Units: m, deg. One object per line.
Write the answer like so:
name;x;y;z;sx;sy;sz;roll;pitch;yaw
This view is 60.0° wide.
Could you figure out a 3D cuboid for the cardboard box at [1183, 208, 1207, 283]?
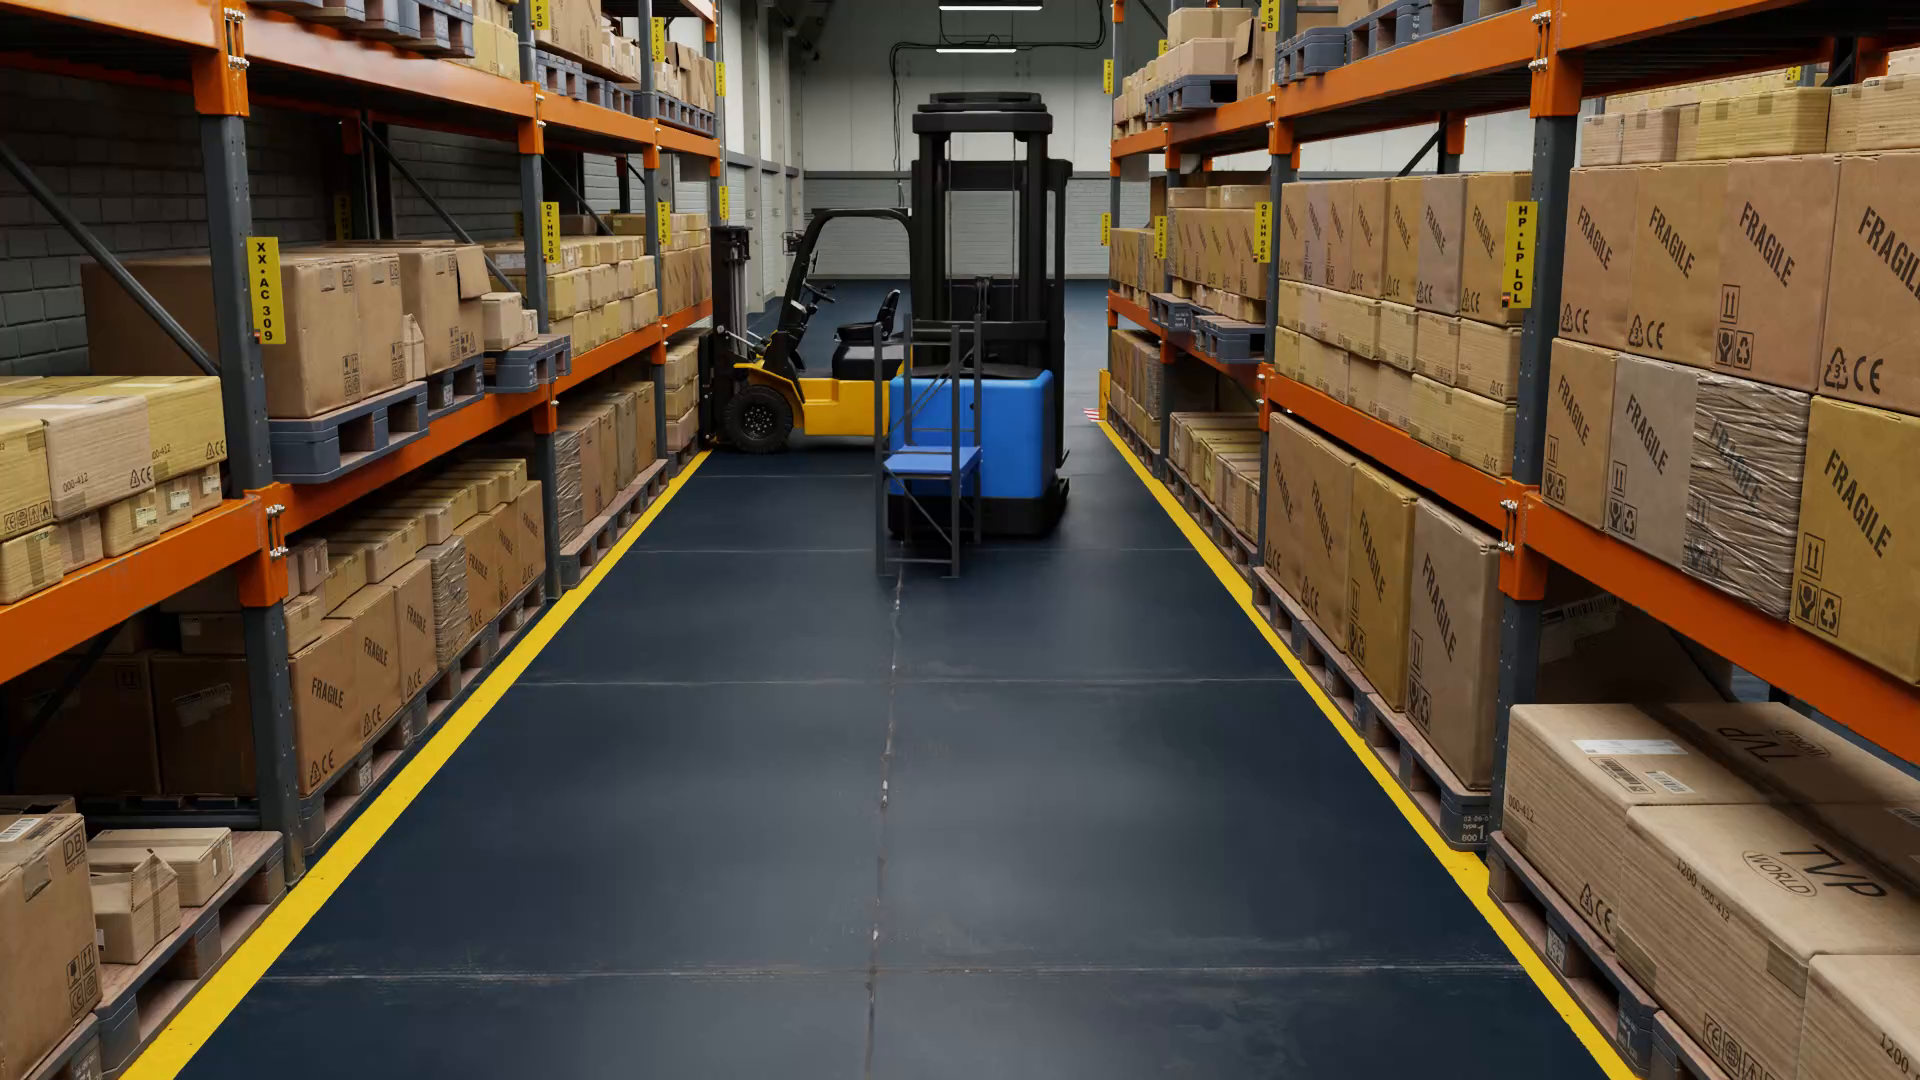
cardboard box;1.847;-2.058;11.605;0.500;0.500;0.500;0;11;-1

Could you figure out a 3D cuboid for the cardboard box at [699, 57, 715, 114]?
cardboard box;-2.676;-4.411;16.154;0.500;0.500;0.500;0;11;1

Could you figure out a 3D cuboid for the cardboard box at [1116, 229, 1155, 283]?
cardboard box;1.780;-2.742;16.030;0.500;0.500;0.500;0;11;1

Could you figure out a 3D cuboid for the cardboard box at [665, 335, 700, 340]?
cardboard box;-2.571;-1.780;15.635;0.500;0.250;0.500;0;11;0

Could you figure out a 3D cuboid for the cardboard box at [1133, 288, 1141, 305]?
cardboard box;1.764;-2.194;14.959;0.380;0.149;0.250;0;11;-1

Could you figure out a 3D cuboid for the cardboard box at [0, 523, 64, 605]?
cardboard box;-2.353;0.053;3.886;0.380;0.149;0.250;0;11;-2

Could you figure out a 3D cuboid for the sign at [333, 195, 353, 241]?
sign;-3.318;-1.698;8.974;0.100;0.325;0.005;0;11;-1

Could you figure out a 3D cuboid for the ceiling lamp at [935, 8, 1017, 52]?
ceiling lamp;0.393;-13.598;40.770;2.000;3.185;0.800;0;11;-1

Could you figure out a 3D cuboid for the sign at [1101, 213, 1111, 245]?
sign;1.491;-3.167;16.949;0.100;0.325;0.005;0;11;-1

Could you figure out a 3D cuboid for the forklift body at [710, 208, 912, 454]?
forklift body;-1.066;-1.939;15.206;2.313;2.155;1.214;0;11;-1

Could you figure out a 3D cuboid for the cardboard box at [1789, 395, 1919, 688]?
cardboard box;2.050;-0.013;3.328;0.500;0.500;0.500;0;11;1

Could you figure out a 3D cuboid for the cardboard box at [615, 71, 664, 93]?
cardboard box;-2.552;-3.621;13.144;0.380;0.149;0.250;0;11;0

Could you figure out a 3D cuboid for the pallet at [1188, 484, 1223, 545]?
pallet;2.162;-0.186;11.443;1.003;0.211;1.213;0;11;-1

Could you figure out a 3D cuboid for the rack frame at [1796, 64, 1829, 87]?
rack frame;7.063;-4.931;12.730;1.000;3.000;0.127;0;11;-1

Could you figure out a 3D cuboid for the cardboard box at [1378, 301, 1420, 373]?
cardboard box;1.995;-0.820;6.678;0.500;0.250;0.500;0;11;0

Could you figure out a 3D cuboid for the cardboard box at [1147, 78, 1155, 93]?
cardboard box;1.827;-3.680;13.736;0.500;0.250;0.500;0;11;-2

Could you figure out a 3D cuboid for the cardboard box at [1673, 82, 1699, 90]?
cardboard box;6.766;-4.185;14.920;0.500;0.250;0.500;0;11;-1

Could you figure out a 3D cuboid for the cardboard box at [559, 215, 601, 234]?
cardboard box;-3.119;-2.554;13.472;0.380;0.149;0.250;-1;11;-3

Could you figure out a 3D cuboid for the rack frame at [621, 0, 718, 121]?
rack frame;-2.929;-5.664;16.346;1.000;3.000;0.127;0;11;-1

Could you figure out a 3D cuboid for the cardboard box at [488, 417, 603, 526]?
cardboard box;-2.784;-0.430;10.550;0.875;0.625;0.625;0;11;1

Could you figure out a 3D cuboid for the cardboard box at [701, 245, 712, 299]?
cardboard box;-2.655;-2.573;15.947;0.500;0.500;0.500;0;11;1

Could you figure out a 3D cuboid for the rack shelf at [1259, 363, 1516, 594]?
rack shelf;2.240;-0.405;7.320;1.077;0.370;4.000;0;11;-1

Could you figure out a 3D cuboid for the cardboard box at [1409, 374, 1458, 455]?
cardboard box;2.011;-0.476;6.237;0.500;0.250;0.500;0;11;-2

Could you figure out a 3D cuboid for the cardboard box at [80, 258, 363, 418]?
cardboard box;-2.467;-0.691;5.611;0.700;0.500;0.500;0;11;0

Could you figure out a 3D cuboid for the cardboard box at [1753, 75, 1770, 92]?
cardboard box;6.731;-3.713;13.599;0.380;0.149;0.250;0;11;0

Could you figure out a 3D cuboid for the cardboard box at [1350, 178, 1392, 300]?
cardboard box;1.987;-1.293;7.123;0.500;0.500;0.500;0;11;0

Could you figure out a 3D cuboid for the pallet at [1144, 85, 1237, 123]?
pallet;2.023;-3.205;12.241;1.213;0.211;1.003;0;11;-1

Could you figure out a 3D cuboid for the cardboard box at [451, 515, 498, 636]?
cardboard box;-2.526;0.172;7.897;0.500;0.500;0.500;0;11;1

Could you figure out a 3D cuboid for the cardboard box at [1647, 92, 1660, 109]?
cardboard box;6.688;-4.117;15.589;0.380;0.149;0.250;0;11;-1

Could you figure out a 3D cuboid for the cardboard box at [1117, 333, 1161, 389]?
cardboard box;1.790;-1.701;15.872;0.500;0.500;0.500;-1;11;-3

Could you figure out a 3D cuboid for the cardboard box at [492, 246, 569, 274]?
cardboard box;-2.482;-1.618;9.609;0.380;0.149;0.250;0;11;0

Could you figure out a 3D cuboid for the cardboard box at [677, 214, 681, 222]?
cardboard box;-2.685;-2.811;14.742;0.380;0.149;0.250;0;11;-1

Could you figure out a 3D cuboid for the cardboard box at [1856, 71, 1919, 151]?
cardboard box;2.041;-0.850;3.307;0.380;0.149;0.250;0;11;-1

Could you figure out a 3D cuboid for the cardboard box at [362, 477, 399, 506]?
cardboard box;-3.000;-0.226;8.226;0.380;0.149;0.250;0;11;0

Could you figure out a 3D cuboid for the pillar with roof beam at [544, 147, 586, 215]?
pillar with roof beam;0.489;-5.540;15.733;9.100;9.000;0.400;0;11;-1

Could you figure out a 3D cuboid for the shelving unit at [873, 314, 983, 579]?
shelving unit;-0.183;-0.610;10.293;0.538;1.500;1.048;2;12;8

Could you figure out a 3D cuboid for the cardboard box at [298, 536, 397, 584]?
cardboard box;-2.509;0.080;6.719;0.380;0.149;0.250;0;11;-1

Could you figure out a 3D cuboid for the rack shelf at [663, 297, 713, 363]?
rack shelf;-2.887;-1.974;15.054;1.077;0.370;4.000;0;11;-1

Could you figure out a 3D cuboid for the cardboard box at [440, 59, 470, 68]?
cardboard box;-2.489;-2.230;7.340;0.500;0.250;0.500;0;11;-1

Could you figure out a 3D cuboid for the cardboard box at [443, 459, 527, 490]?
cardboard box;-2.500;-0.335;8.767;0.380;0.149;0.250;-1;11;-4

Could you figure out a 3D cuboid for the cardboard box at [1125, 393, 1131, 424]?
cardboard box;1.801;-1.232;15.447;0.500;0.250;0.500;1;11;3

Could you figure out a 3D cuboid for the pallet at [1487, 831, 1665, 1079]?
pallet;2.219;1.158;4.819;1.003;0.211;1.213;0;11;-1

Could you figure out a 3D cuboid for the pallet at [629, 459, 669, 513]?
pallet;-2.792;-0.416;12.579;1.003;0.211;1.213;0;11;-1

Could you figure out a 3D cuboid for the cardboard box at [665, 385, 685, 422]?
cardboard box;-2.548;-1.130;13.685;0.500;0.250;0.500;0;11;-1

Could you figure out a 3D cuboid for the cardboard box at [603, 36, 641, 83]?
cardboard box;-2.588;-3.467;11.978;0.500;0.311;0.500;-1;11;-3

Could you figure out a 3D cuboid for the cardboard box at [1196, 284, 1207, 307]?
cardboard box;1.811;-1.662;11.285;0.380;0.149;0.250;0;11;1

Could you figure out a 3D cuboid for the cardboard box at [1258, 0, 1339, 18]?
cardboard box;2.299;-3.480;11.188;0.500;0.250;0.500;0;11;0

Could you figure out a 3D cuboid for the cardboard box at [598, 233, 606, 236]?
cardboard box;-3.147;-2.461;13.762;0.380;0.149;0.250;0;11;0

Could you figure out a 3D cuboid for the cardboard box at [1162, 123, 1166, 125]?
cardboard box;1.804;-3.359;13.157;0.380;0.149;0.250;0;11;-1

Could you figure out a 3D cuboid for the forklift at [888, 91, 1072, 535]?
forklift;0.233;-1.712;12.126;1.130;2.935;3.031;2;12;8

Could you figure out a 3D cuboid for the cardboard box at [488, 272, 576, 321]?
cardboard box;-2.503;-1.395;9.509;0.500;0.250;0.500;0;11;-1

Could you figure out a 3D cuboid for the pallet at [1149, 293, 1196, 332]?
pallet;1.987;-1.704;12.394;1.003;0.211;1.213;0;11;-1

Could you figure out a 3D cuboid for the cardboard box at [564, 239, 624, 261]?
cardboard box;-2.560;-2.025;11.612;0.380;0.149;0.250;-1;11;-3

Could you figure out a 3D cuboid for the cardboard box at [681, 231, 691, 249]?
cardboard box;-2.602;-2.668;14.782;0.380;0.149;0.250;0;11;-2

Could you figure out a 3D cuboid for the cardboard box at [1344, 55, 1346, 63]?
cardboard box;2.357;-2.673;9.485;0.396;0.266;0.258;0;11;-1

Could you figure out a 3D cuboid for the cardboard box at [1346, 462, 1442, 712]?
cardboard box;2.162;0.173;6.949;0.875;0.875;0.875;0;11;0

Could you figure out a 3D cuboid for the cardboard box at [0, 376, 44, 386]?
cardboard box;-2.941;-0.311;4.679;0.500;0.250;0.500;0;11;-2

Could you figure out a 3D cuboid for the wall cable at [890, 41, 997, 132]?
wall cable;-0.470;-13.041;47.815;3.097;2.526;0.112;0;11;-1

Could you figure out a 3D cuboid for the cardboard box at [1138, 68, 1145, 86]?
cardboard box;1.764;-4.058;14.598;0.380;0.149;0.250;0;11;0
